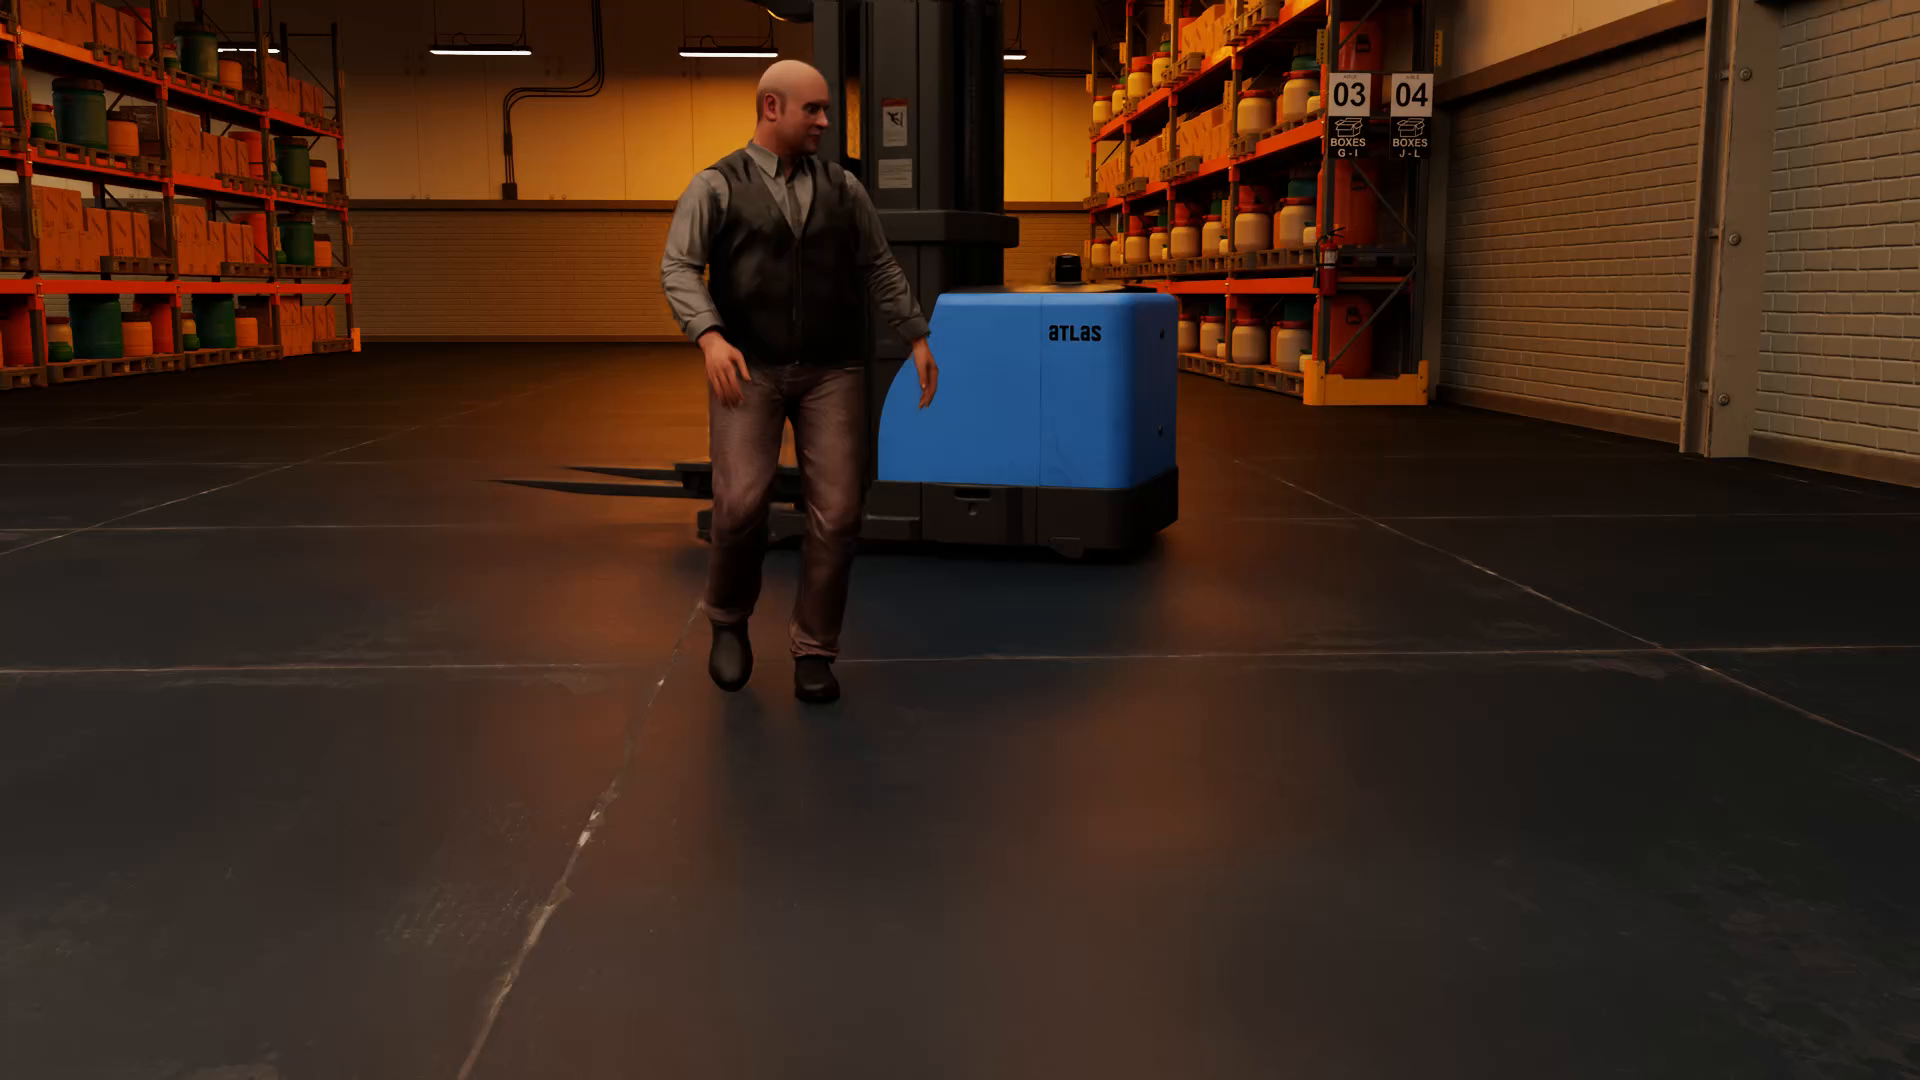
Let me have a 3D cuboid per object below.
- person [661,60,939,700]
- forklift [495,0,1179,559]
[{"bbox_3d":[-0.414,-0.429,4.479,0.760,1.688,0.481,-2,9,-15],"label":"person"},{"bbox_3d":[-0.602,-1.480,7.297,3.031,2.935,1.130,3,9,19],"label":"forklift"}]
